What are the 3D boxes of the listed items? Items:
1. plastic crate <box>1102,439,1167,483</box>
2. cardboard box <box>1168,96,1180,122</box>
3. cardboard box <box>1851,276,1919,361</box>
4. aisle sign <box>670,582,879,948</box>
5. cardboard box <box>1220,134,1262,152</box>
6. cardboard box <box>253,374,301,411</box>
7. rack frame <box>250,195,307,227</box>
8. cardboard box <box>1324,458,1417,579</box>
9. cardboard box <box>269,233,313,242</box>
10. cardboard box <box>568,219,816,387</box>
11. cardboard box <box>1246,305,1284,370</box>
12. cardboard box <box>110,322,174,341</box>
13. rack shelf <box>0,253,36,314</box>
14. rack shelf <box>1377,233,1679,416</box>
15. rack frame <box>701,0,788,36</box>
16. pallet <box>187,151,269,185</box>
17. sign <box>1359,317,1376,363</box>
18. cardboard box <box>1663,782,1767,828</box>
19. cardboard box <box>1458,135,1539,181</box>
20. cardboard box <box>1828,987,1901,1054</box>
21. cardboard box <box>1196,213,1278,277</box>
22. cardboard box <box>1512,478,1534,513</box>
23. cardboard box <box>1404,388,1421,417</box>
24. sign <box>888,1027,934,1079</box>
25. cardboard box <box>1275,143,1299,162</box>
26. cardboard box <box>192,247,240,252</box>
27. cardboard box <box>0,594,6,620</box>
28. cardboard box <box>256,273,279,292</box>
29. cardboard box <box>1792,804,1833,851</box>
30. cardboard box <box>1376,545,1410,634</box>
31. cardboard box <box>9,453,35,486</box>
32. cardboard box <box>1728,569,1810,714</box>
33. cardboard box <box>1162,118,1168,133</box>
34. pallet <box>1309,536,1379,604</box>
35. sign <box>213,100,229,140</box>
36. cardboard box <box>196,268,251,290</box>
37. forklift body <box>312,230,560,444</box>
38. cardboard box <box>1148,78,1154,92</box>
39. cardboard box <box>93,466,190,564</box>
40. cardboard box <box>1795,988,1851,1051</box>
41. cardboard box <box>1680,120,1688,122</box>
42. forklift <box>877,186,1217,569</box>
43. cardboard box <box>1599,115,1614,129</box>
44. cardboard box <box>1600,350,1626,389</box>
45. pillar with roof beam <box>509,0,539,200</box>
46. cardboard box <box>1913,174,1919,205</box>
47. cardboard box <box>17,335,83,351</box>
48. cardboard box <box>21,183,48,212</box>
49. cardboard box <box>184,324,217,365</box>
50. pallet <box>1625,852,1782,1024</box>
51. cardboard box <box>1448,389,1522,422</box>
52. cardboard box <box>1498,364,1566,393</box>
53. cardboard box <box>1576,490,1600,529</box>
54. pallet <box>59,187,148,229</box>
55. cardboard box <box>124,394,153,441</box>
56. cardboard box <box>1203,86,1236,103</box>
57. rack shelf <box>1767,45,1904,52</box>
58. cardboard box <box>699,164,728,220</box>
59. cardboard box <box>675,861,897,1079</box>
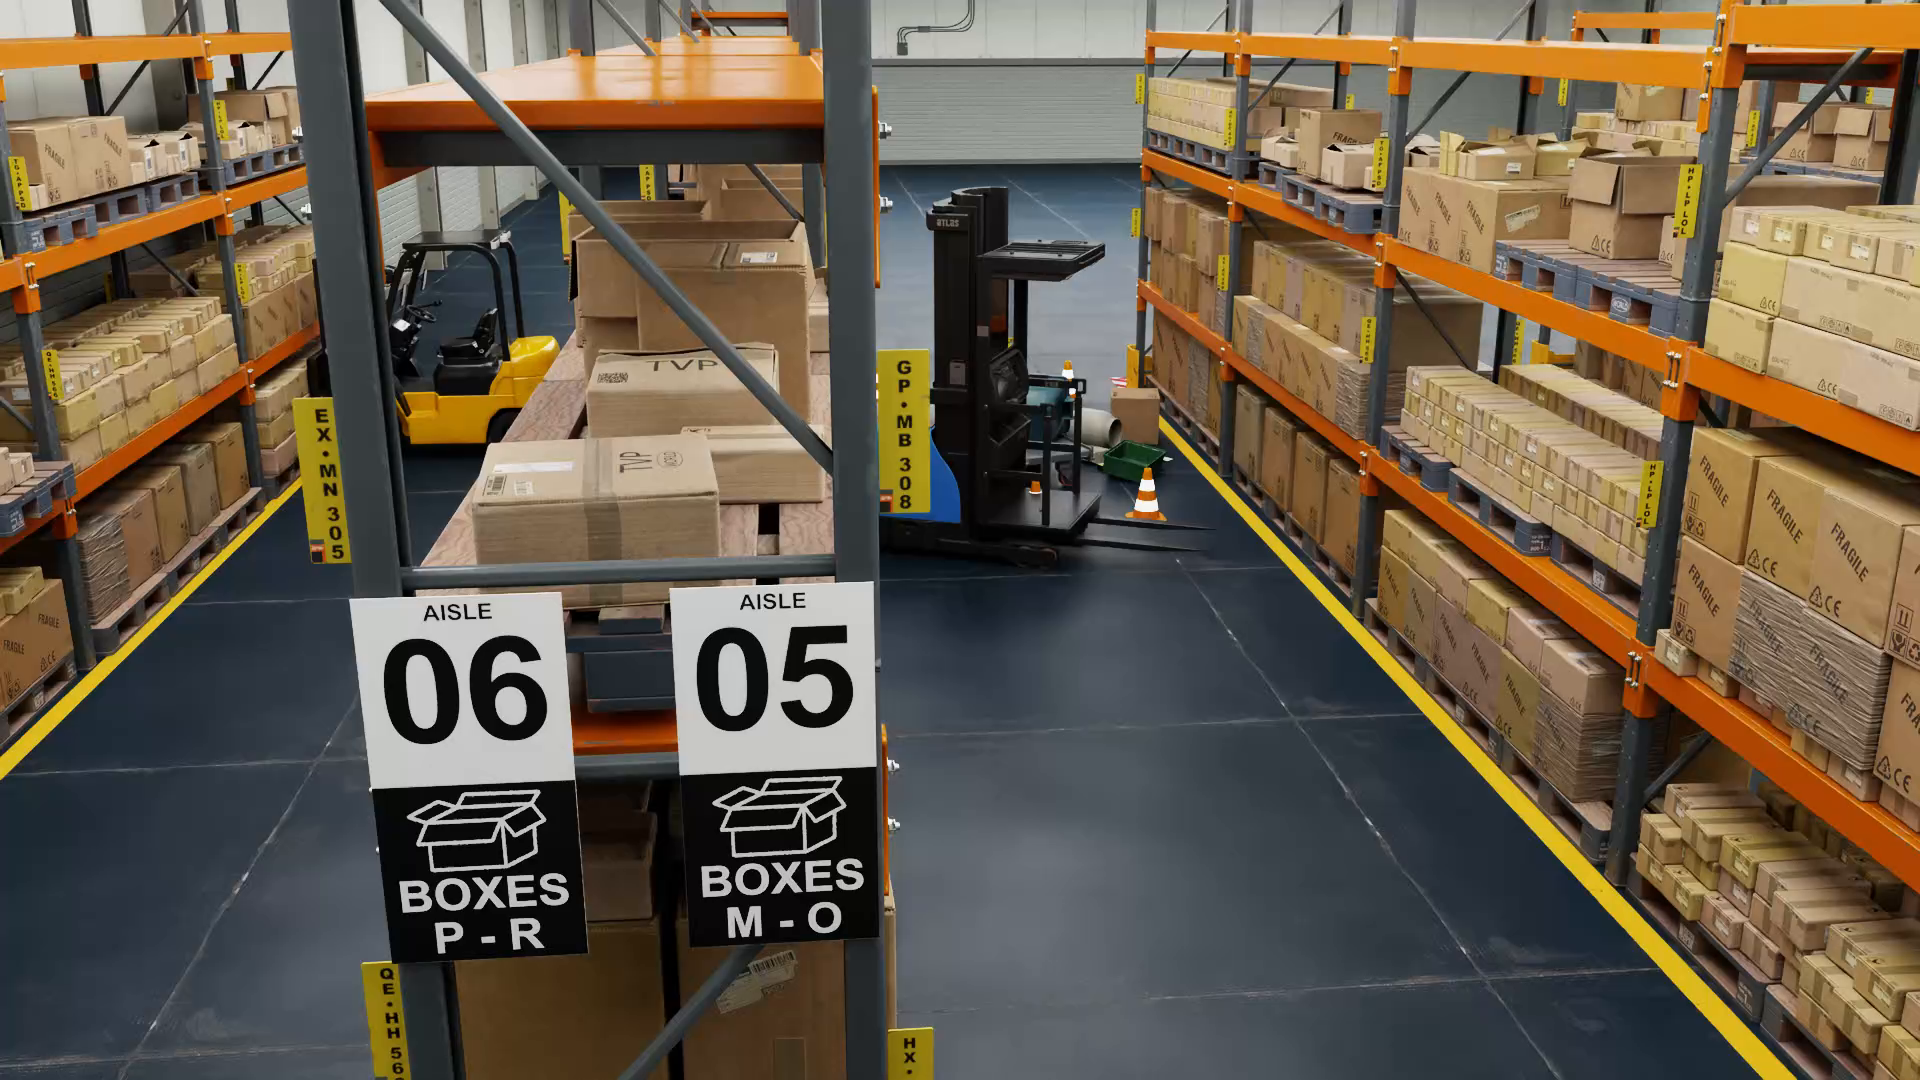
[{"bbox_3d":[1.693,-0.764,16.200,0.450,0.188,0.662,18,23,19],"label":"plastic crate"},{"bbox_3d":[2.502,-4.554,17.554,0.500,0.250,0.500,-2,18,-6],"label":"cardboard box"},{"bbox_3d":[3.735,-0.831,6.225,0.500,0.250,0.500,-1,17,-5],"label":"cardboard box"},{"bbox_3d":[-0.365,0.464,3.351,0.394,0.787,0.004,-2,18,-6],"label":"aisle sign"},{"bbox_3d":[2.659,-3.724,15.576,0.380,0.149,0.250,-2,18,-6],"label":"cardboard box"},{"bbox_3d":[-6.616,-1.401,15.852,0.500,0.250,0.500,-2,18,-6],"label":"cardboard box"},{"bbox_3d":[-7.248,-2.921,18.472,1.000,3.000,0.127,-2,18,-6],"label":"rack frame"},{"bbox_3d":[3.454,-0.186,12.816,1.050,0.750,0.750,-2,18,-6],"label":"cardboard box"},{"bbox_3d":[-6.940,-3.093,17.276,0.380,0.149,0.250,-2,18,-5],"label":"cardboard box"},{"bbox_3d":[-0.903,-0.828,5.757,0.797,0.503,0.637,0,17,-1],"label":"cardboard box"},{"bbox_3d":[2.854,-1.799,14.732,0.500,0.500,0.500,-2,18,-5],"label":"cardboard box"},{"bbox_3d":[-6.418,-1.611,13.052,0.380,0.149,0.250,-2,18,-5],"label":"cardboard box"},{"bbox_3d":[-6.217,-1.029,8.641,1.077,0.370,4.000,-2,18,-6],"label":"rack shelf"},{"bbox_3d":[3.633,-1.367,9.716,1.077,0.370,4.000,-2,18,-6],"label":"rack shelf"},{"bbox_3d":[-2.312,-5.937,18.066,1.000,3.000,0.127,-2,18,-6],"label":"rack frame"},{"bbox_3d":[-6.949,-3.371,15.047,1.003,0.211,1.213,-2,18,-6],"label":"pallet"},{"bbox_3d":[2.875,-1.409,11.724,0.100,0.325,0.005,-2,18,-6],"label":"sign"},{"bbox_3d":[3.669,1.302,8.087,0.380,0.149,0.250,-1,17,-3],"label":"cardboard box"},{"bbox_3d":[3.313,-2.361,10.238,0.396,0.266,0.258,-2,18,-6],"label":"cardboard box"},{"bbox_3d":[3.728,1.911,6.643,0.380,0.149,0.250,-2,18,-5],"label":"cardboard box"},{"bbox_3d":[2.838,-2.924,16.431,0.875,0.550,0.550,-2,18,-6],"label":"cardboard box"},{"bbox_3d":[3.464,-0.264,9.727,0.380,0.149,0.250,-1,17,-3],"label":"cardboard box"},{"bbox_3d":[3.277,-0.947,11.407,0.380,0.149,0.250,-1,17,-3],"label":"cardboard box"},{"bbox_3d":[-0.109,1.226,3.688,0.100,0.325,0.005,-2,18,-6],"label":"sign"},{"bbox_3d":[2.874,-3.309,14.253,0.250,0.149,0.380,-2,18,-6],"label":"cardboard box"},{"bbox_3d":[-7.264,-2.773,16.255,0.380,0.149,0.250,-1,17,-4],"label":"cardboard box"},{"bbox_3d":[-6.078,0.445,10.141,0.380,0.149,0.250,-2,18,-7],"label":"cardboard box"},{"bbox_3d":[-6.642,-2.419,15.624,0.380,0.149,0.250,-1,17,-4],"label":"cardboard box"},{"bbox_3d":[4.201,1.366,7.884,0.380,0.149,0.250,-2,17,-5],"label":"cardboard box"},{"bbox_3d":[3.246,0.336,11.570,0.500,0.500,0.500,-3,18,-8],"label":"cardboard box"},{"bbox_3d":[-5.974,-0.434,10.269,0.380,0.149,0.250,-1,17,-5],"label":"cardboard box"},{"bbox_3d":[3.698,0.430,7.136,0.500,0.500,0.500,-2,18,-6],"label":"cardboard box"},{"bbox_3d":[2.397,-4.479,17.981,0.380,0.149,0.250,-2,18,-5],"label":"cardboard box"},{"bbox_3d":[3.420,0.219,13.129,1.003,0.211,1.213,-2,18,-6],"label":"pallet"},{"bbox_3d":[-6.297,-3.577,14.165,0.100,0.325,0.005,-2,18,-6],"label":"sign"},{"bbox_3d":[-6.574,-2.332,14.851,0.380,0.149,0.250,-1,17,-5],"label":"cardboard box"},{"bbox_3d":[-5.238,-2.007,16.979,2.313,2.155,1.214,-2,18,-6],"label":"forklift body"},{"bbox_3d":[2.320,-5.089,18.590,0.380,0.149,0.250,-2,17,-5],"label":"cardboard box"},{"bbox_3d":[-6.619,-0.186,13.025,0.875,0.625,0.625,-3,18,-8],"label":"cardboard box"},{"bbox_3d":[3.732,1.981,6.919,0.380,0.149,0.250,-2,18,-7],"label":"cardboard box"},{"bbox_3d":[8.012,-4.470,17.985,0.380,0.149,0.250,-3,18,-8],"label":"cardboard box"},{"bbox_3d":[0.591,-1.340,13.552,3.031,2.935,1.130,6,18,17],"label":"forklift"},{"bbox_3d":[7.423,-4.690,18.686,0.380,0.149,0.250,-2,18,-7],"label":"cardboard box"},{"bbox_3d":[7.689,-2.025,19.093,0.500,0.500,0.500,3,18,9],"label":"cardboard box"},{"bbox_3d":[-6.266,-12.831,40.024,9.100,9.000,0.400,-2,18,-6],"label":"pillar with roof beam"},{"bbox_3d":[7.964,-2.789,13.294,0.500,0.250,0.500,-1,17,-4],"label":"cardboard box"},{"bbox_3d":[-6.836,-1.442,12.512,0.380,0.149,0.250,-1,17,-4],"label":"cardboard box"},{"bbox_3d":[-6.157,-2.218,10.749,0.380,0.166,0.250,-2,18,-6],"label":"cardboard box"},{"bbox_3d":[-6.471,-1.604,13.696,0.500,0.250,0.500,-2,18,-7],"label":"cardboard box"},{"bbox_3d":[3.944,1.846,7.943,1.003,0.211,1.213,-2,18,-6],"label":"pallet"},{"bbox_3d":[3.360,-0.863,10.644,0.380,0.149,0.250,-3,18,-8],"label":"cardboard box"},{"bbox_3d":[3.933,-1.107,11.421,0.380,0.149,0.250,-2,18,-8],"label":"cardboard box"},{"bbox_3d":[3.551,-0.170,8.933,0.380,0.149,0.250,-1,17,-3],"label":"cardboard box"},{"bbox_3d":[-6.700,-2.411,12.156,1.003,0.211,1.213,-1,17,-3],"label":"pallet"},{"bbox_3d":[-6.333,-0.909,12.314,0.500,0.250,0.500,-2,18,-7],"label":"cardboard box"},{"bbox_3d":[2.583,-4.330,16.173,0.380,0.149,0.250,-1,17,-5],"label":"cardboard box"},{"bbox_3d":[8.164,-3.922,13.515,1.077,0.370,4.000,-2,18,-6],"label":"rack shelf"},{"bbox_3d":[-1.195,-2.082,9.924,0.700,0.500,0.500,-3,18,-8],"label":"cardboard box"},{"bbox_3d":[-0.427,1.015,4.099,0.500,0.500,0.500,-2,18,-7],"label":"cardboard box"}]
